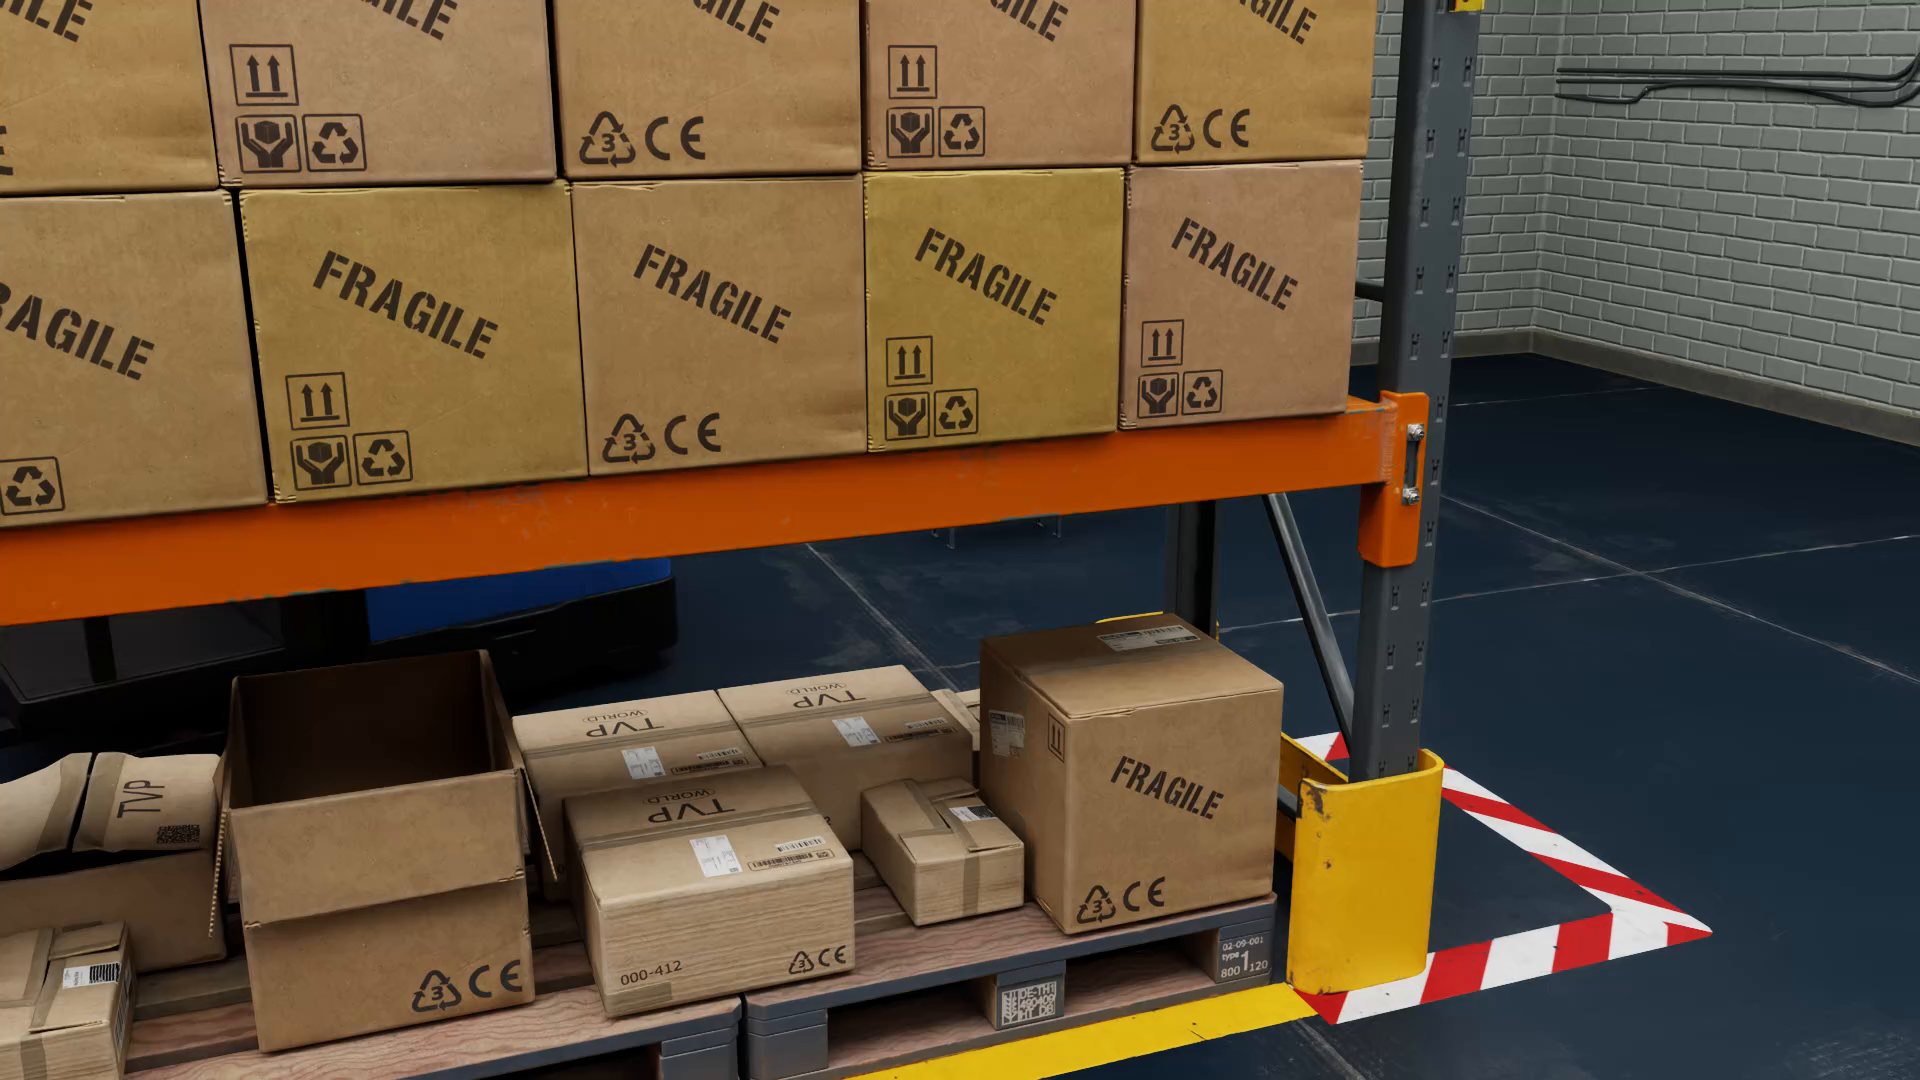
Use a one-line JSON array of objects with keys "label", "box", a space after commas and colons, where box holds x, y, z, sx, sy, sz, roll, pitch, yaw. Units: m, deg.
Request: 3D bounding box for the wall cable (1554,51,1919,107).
[{"label": "wall cable", "box": [4.419, -3.774, 9.490, 0.112, 2.526, 3.097, -6, 17, -20]}]

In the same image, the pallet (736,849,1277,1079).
[{"label": "pallet", "box": [-0.030, 0.820, 3.932, 1.213, 0.211, 1.003, -6, 17, -20]}]

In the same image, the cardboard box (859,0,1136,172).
[{"label": "cardboard box", "box": [-0.003, -0.966, 3.111, 0.500, 0.500, 0.500, -6, 17, -19]}]

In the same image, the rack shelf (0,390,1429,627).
[{"label": "rack shelf", "box": [-1.082, -0.060, 3.254, 4.000, 0.370, 1.077, -6, 17, -20]}]

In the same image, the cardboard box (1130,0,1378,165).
[{"label": "cardboard box", "box": [0.468, -1.017, 3.285, 0.500, 0.500, 0.500, -6, 18, -21]}]

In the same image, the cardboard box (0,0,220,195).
[{"label": "cardboard box", "box": [-1.447, -0.808, 2.574, 0.500, 0.500, 0.500, -7, 18, -22]}]

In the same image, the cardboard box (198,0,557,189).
[{"label": "cardboard box", "box": [-0.965, -0.860, 2.752, 0.500, 0.500, 0.500, -6, 17, -18]}]

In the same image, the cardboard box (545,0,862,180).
[{"label": "cardboard box", "box": [-0.486, -0.912, 2.929, 0.500, 0.500, 0.500, -6, 17, -19]}]

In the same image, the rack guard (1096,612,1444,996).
[{"label": "rack guard", "box": [0.715, 0.601, 4.165, 0.348, 0.500, 1.175, -6, 17, -20]}]

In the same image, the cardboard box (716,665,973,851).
[{"label": "cardboard box", "box": [-0.291, 0.532, 4.061, 0.500, 0.250, 0.500, -6, 17, -20]}]

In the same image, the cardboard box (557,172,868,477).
[{"label": "cardboard box", "box": [-0.486, -0.435, 3.080, 0.500, 0.500, 0.500, -6, 17, -20]}]

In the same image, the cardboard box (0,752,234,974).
[{"label": "cardboard box", "box": [-1.819, 0.668, 3.490, 0.500, 0.311, 0.500, -6, 17, -20]}]

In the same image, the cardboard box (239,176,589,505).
[{"label": "cardboard box", "box": [-0.957, -0.385, 2.907, 0.500, 0.500, 0.500, -6, 18, -21]}]

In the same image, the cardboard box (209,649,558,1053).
[{"label": "cardboard box", "box": [-1.197, 0.593, 3.405, 0.637, 0.503, 0.797, -6, 17, -20]}]

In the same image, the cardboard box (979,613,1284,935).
[{"label": "cardboard box", "box": [0.366, 0.502, 3.722, 0.500, 0.500, 0.500, -6, 17, -20]}]

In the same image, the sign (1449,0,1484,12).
[{"label": "sign", "box": [0.965, -1.165, 3.128, 0.005, 0.325, 0.100, -6, 17, -20]}]

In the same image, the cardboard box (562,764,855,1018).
[{"label": "cardboard box", "box": [-0.532, 0.709, 3.458, 0.500, 0.250, 0.500, -6, 17, -20]}]

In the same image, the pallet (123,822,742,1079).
[{"label": "pallet", "box": [-1.167, 0.942, 3.516, 1.213, 0.211, 1.003, -6, 17, -20]}]

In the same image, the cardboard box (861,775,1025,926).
[{"label": "cardboard box", "box": [-0.044, 0.679, 3.711, 0.250, 0.166, 0.380, -6, 17, -20]}]

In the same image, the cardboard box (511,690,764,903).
[{"label": "cardboard box", "box": [-0.758, 0.583, 3.889, 0.500, 0.250, 0.500, -6, 17, -20]}]

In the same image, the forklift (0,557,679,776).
[{"label": "forklift", "box": [-2.427, -0.834, 4.738, 3.031, 2.935, 1.130, -13, 21, -37]}]

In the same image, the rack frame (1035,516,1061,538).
[{"label": "rack frame", "box": [0.382, -0.617, 7.070, 0.015, 1.200, 0.240, -6, 17, -20]}]

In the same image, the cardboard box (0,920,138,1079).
[{"label": "cardboard box", "box": [-1.676, 0.870, 3.059, 0.250, 0.166, 0.380, -6, 17, -20]}]

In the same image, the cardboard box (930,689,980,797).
[{"label": "cardboard box", "box": [0.038, 0.519, 4.255, 0.250, 0.166, 0.380, -6, 17, -20]}]

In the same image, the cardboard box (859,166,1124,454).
[{"label": "cardboard box", "box": [-0.018, -0.484, 3.246, 0.500, 0.500, 0.500, -6, 17, -20]}]

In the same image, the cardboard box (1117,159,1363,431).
[{"label": "cardboard box", "box": [0.465, -0.538, 3.428, 0.500, 0.500, 0.500, -6, 17, -18]}]

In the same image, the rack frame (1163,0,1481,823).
[{"label": "rack frame", "box": [0.786, -0.606, 3.839, 0.127, 3.000, 1.000, -6, 17, -20]}]

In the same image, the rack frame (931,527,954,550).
[{"label": "rack frame", "box": [-0.073, -0.568, 6.902, 0.015, 1.200, 0.240, -6, 17, -20]}]

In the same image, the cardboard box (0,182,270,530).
[{"label": "cardboard box", "box": [-1.431, -0.333, 2.731, 0.500, 0.500, 0.500, -6, 17, -20]}]

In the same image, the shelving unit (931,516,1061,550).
[{"label": "shelving unit", "box": [0.155, -0.592, 6.986, 0.503, 1.200, 0.258, -6, 17, -20]}]
